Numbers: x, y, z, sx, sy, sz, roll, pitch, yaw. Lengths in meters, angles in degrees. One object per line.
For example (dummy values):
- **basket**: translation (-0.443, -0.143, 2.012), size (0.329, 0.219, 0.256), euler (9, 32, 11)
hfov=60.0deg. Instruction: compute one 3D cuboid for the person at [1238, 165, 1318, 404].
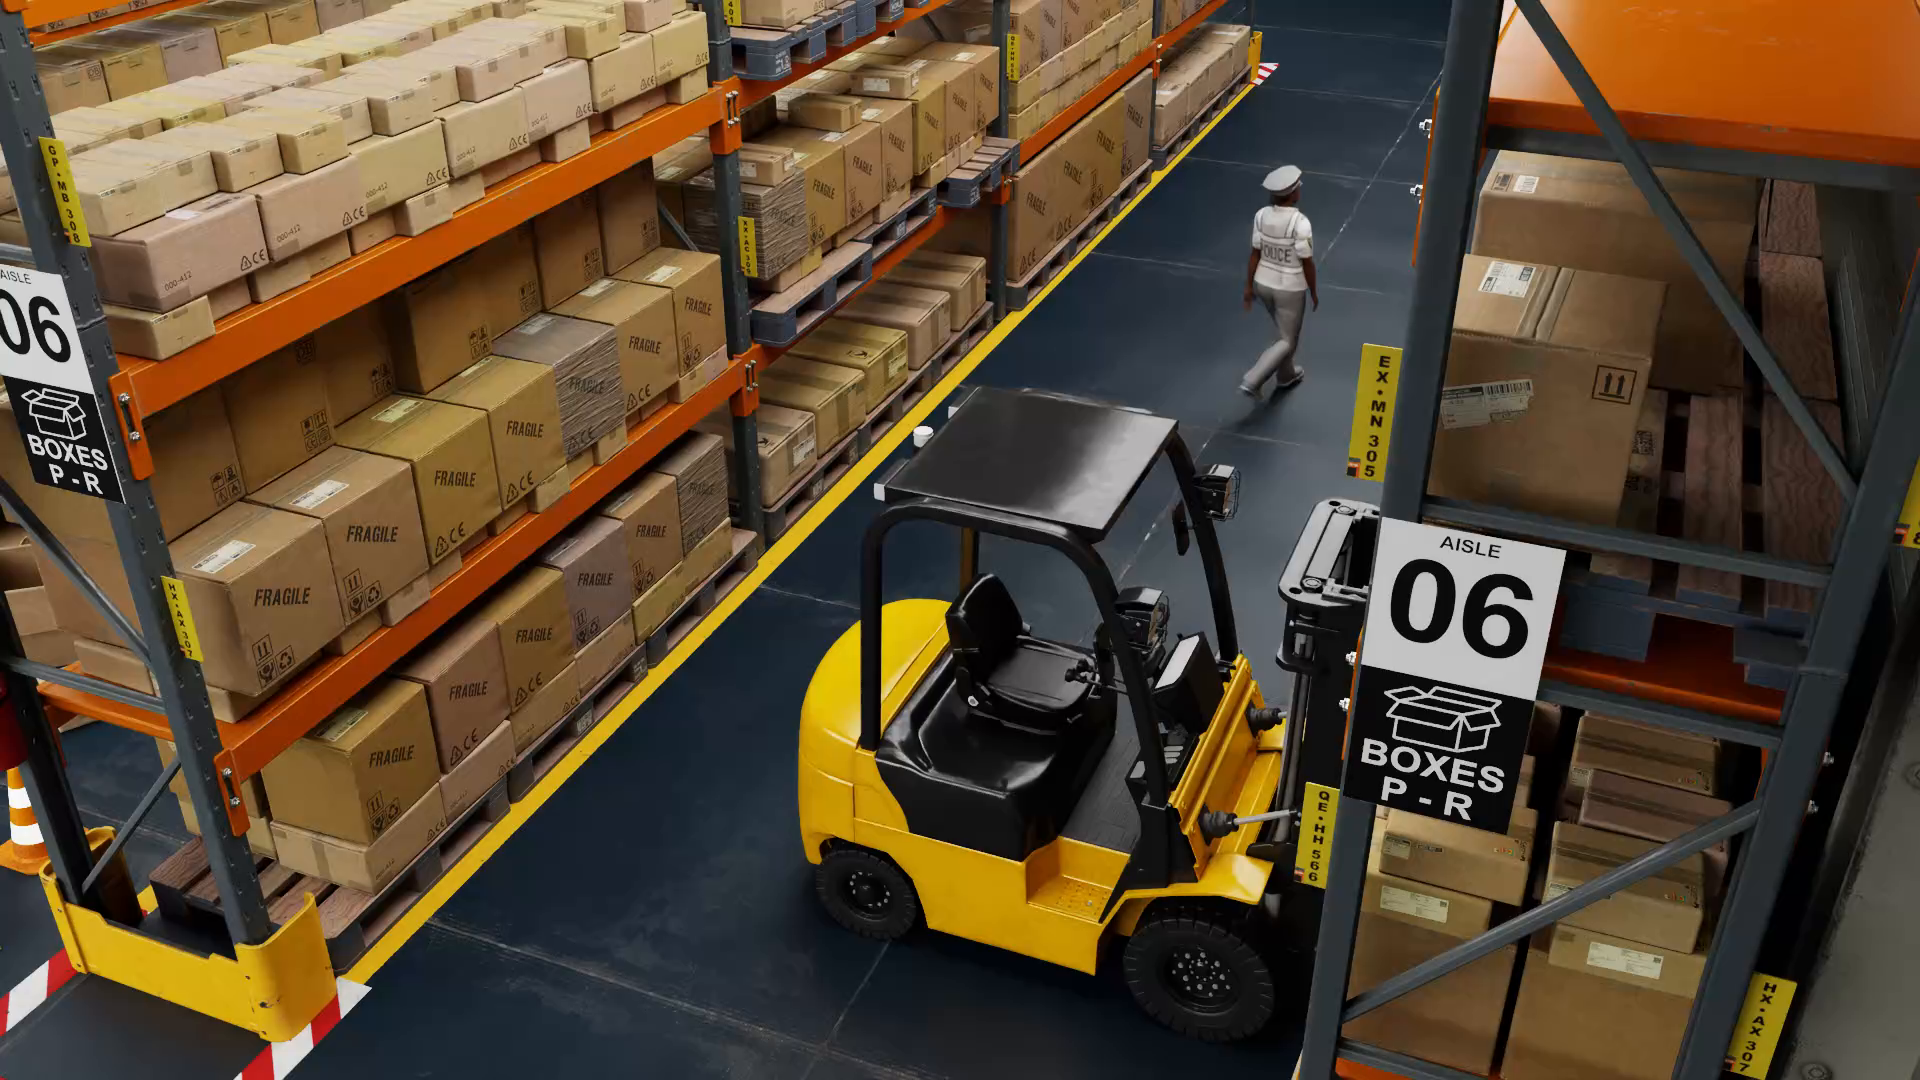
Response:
- **person**: translation (2.199, -1.744, 11.395), size (0.903, 1.649, 0.463), euler (-24, 38, -36)
